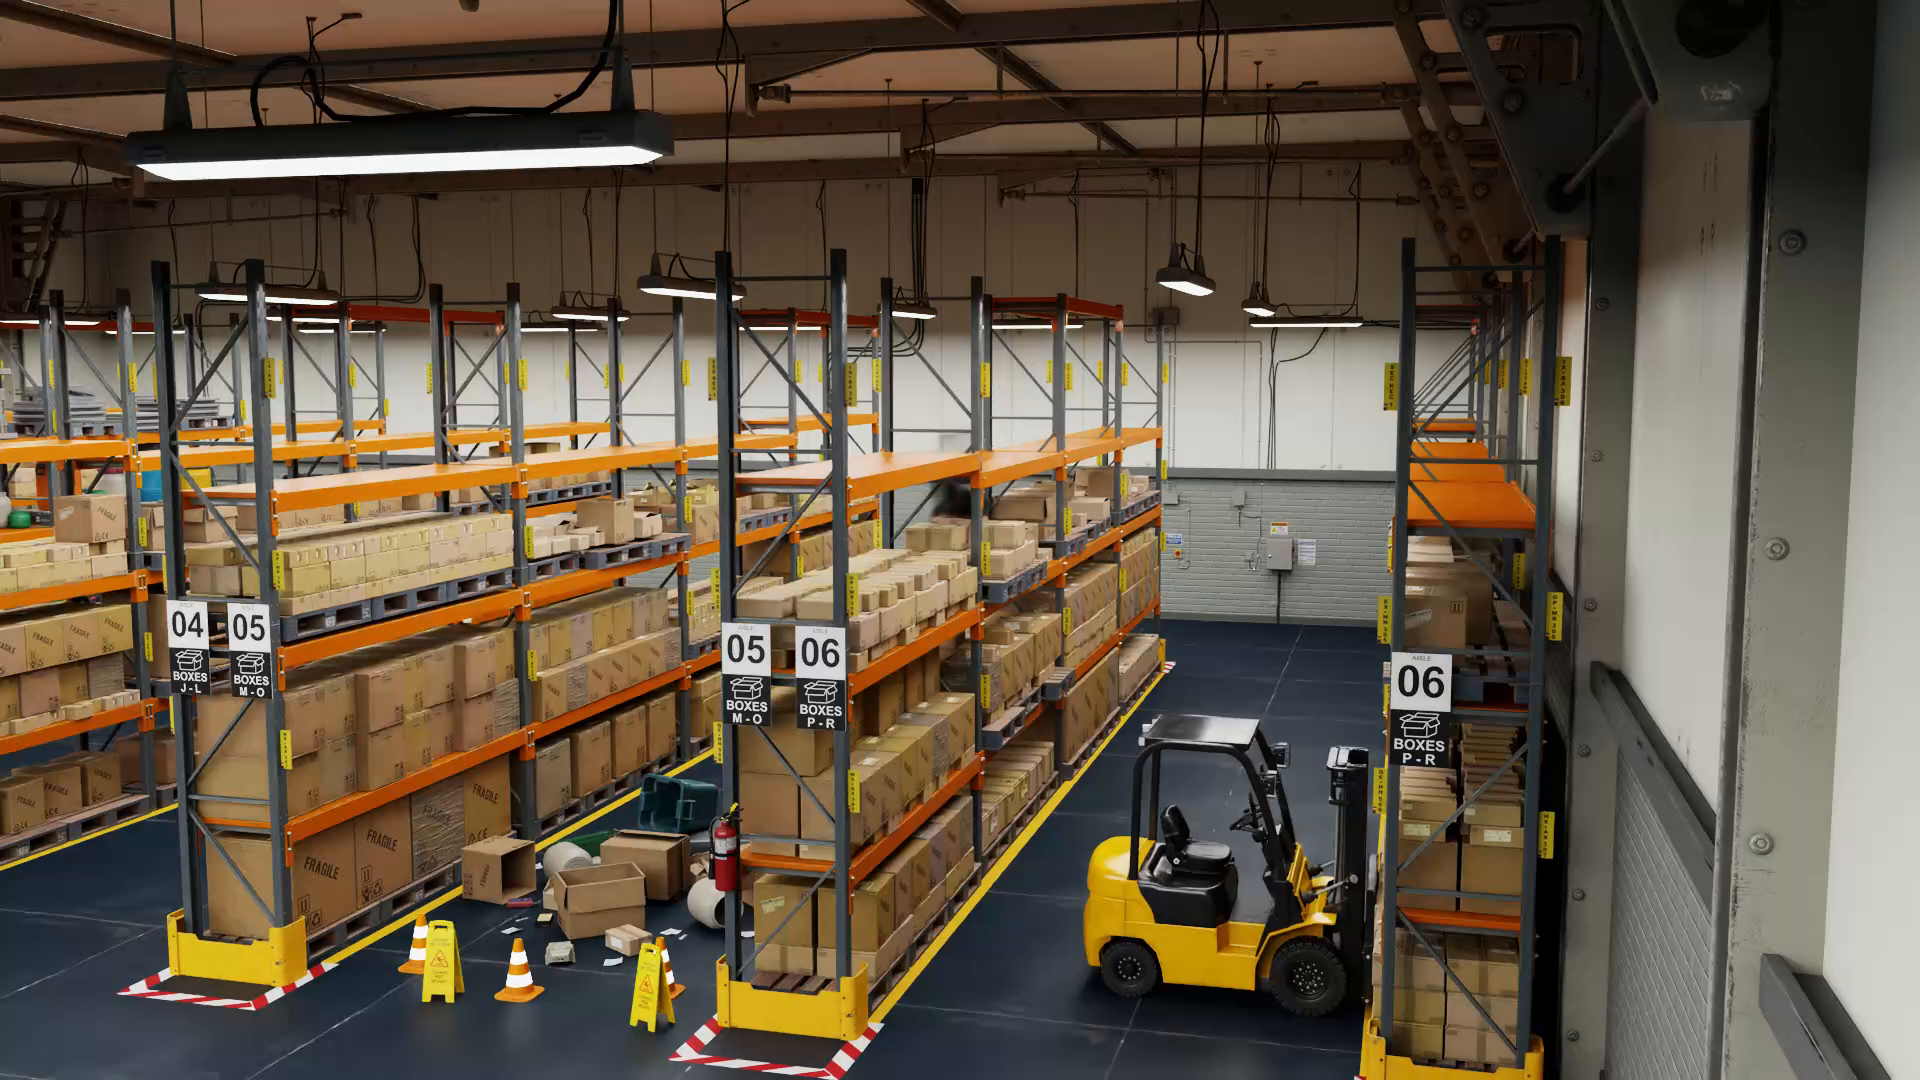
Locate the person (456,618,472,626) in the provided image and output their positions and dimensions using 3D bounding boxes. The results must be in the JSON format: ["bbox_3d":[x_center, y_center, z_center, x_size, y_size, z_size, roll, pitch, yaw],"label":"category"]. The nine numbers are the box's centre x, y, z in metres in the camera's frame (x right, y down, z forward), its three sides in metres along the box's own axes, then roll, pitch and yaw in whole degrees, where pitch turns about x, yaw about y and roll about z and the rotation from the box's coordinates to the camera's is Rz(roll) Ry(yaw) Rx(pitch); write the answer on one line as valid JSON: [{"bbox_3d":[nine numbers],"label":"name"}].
[{"bbox_3d":[-6.856,1.878,23.021,0.690,1.719,0.625,1,6,11],"label":"person"}]

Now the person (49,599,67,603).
[{"bbox_3d":[-15.337,1.309,28.334,0.702,1.738,0.627,1,6,6],"label":"person"}]
